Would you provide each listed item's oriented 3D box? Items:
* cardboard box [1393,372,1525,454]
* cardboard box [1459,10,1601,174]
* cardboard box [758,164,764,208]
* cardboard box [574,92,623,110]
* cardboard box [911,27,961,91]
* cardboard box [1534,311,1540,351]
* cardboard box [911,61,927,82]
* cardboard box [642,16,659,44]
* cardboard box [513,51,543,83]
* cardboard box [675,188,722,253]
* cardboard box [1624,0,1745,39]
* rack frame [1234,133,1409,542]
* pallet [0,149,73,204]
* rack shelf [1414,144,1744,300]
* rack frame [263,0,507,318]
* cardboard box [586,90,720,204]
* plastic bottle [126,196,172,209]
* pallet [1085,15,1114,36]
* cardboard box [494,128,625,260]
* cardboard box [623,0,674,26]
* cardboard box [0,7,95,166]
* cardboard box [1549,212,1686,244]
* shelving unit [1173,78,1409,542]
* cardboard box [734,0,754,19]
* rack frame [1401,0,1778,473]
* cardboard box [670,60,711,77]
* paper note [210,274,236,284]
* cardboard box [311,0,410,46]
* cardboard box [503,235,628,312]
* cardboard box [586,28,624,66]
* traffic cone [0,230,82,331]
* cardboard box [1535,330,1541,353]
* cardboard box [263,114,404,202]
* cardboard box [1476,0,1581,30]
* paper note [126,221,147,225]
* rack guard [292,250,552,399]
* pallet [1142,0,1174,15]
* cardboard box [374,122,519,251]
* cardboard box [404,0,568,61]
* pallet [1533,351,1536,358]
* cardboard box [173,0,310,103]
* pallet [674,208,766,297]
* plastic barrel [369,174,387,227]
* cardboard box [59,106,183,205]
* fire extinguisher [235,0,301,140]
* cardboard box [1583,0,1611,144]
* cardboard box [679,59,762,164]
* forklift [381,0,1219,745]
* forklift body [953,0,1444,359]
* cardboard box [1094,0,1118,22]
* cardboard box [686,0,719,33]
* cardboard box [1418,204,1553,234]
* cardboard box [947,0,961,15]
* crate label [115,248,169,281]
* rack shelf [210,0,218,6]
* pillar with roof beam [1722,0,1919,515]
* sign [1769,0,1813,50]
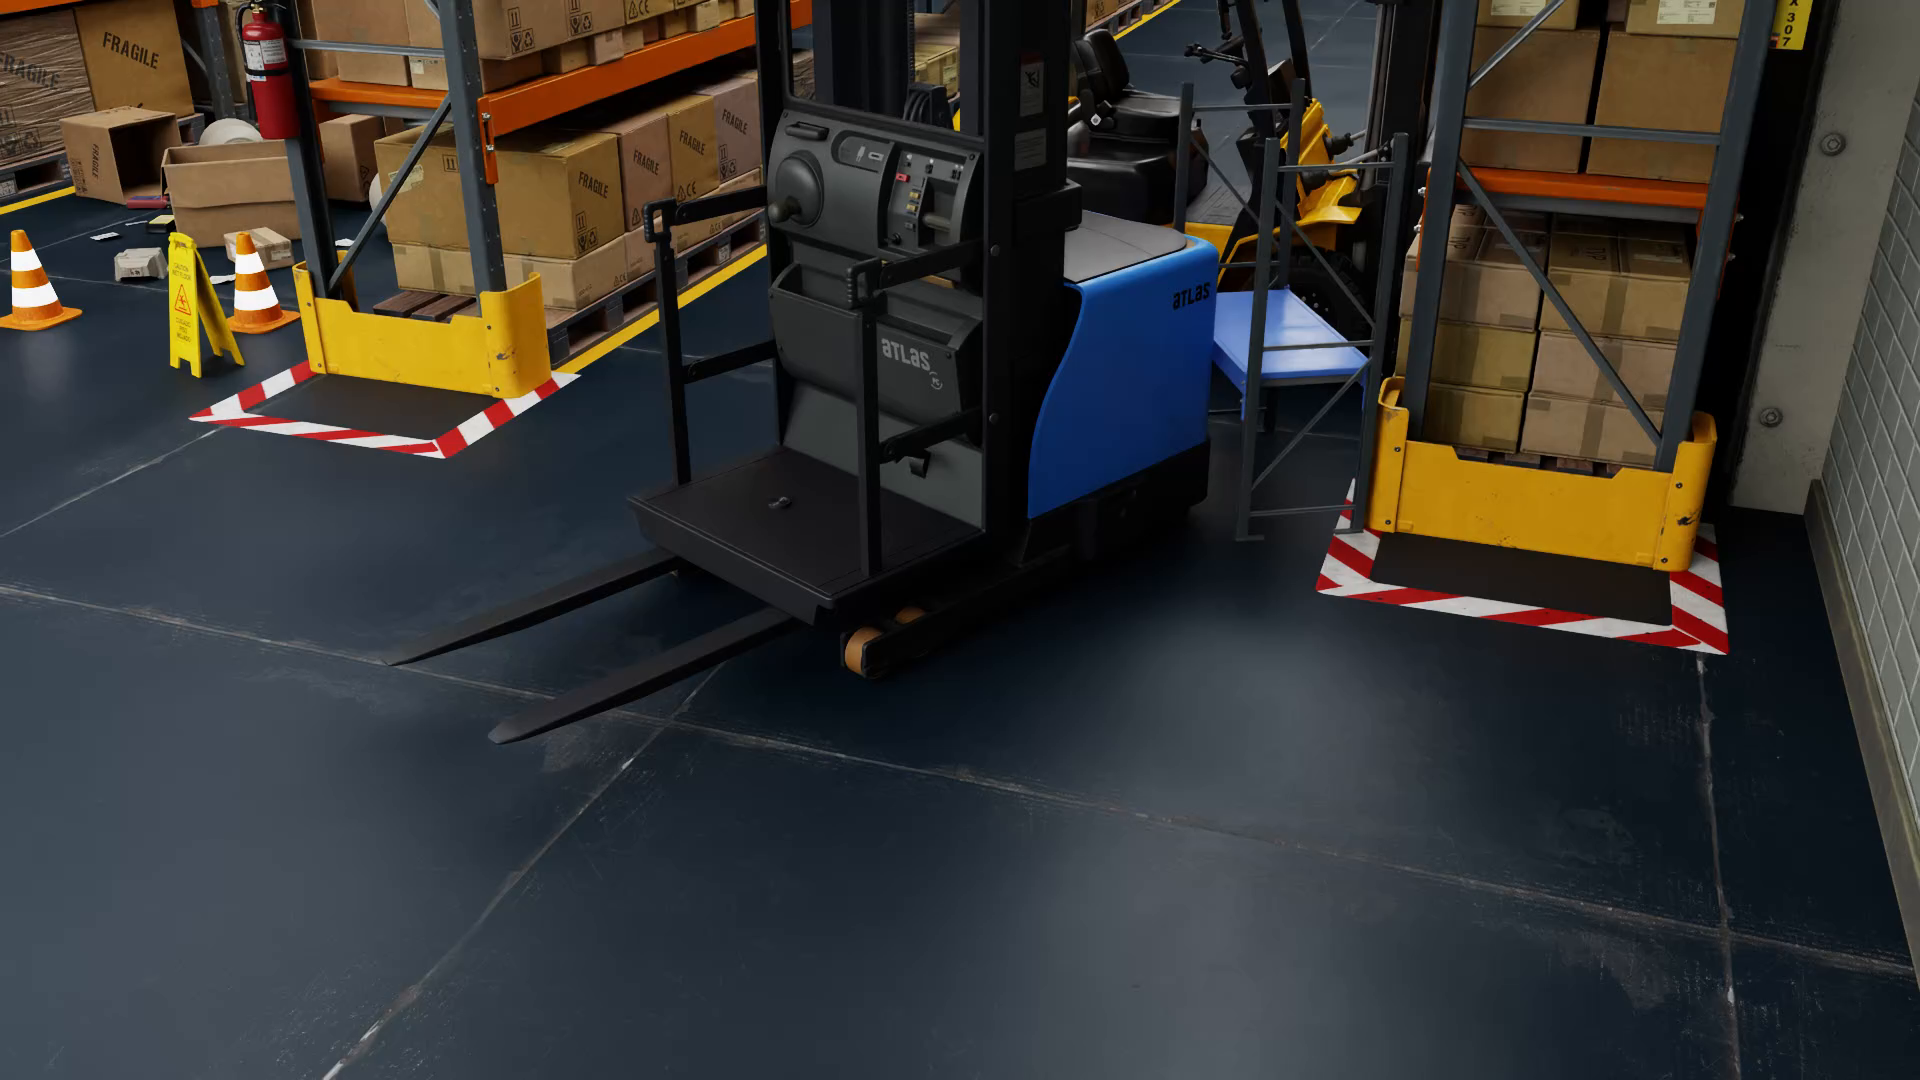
[{"bbox_3d":[2.005,-0.582,6.683,0.500,0.250,0.500,9,27,18],"label":"cardboard box"},{"bbox_3d":[2.062,-1.677,6.157,0.500,0.500,0.500,8,27,16],"label":"cardboard box"},{"bbox_3d":[-1.316,-2.203,10.031,0.500,0.250,0.500,8,27,16],"label":"cardboard box"},{"bbox_3d":[-2.170,-2.187,9.138,0.500,0.500,0.500,8,27,16],"label":"cardboard box"},{"bbox_3d":[-0.309,-3.869,13.331,0.950,0.372,0.625,8,27,16],"label":"cardboard box"},{"bbox_3d":[2.191,-1.018,7.010,0.500,0.250,0.500,8,27,17],"label":"cardboard box"},{"bbox_3d":[-0.796,-3.272,12.099,0.950,0.372,0.625,11,28,21],"label":"cardboard box"},{"bbox_3d":[-1.779,-2.636,8.540,0.380,0.149,0.250,10,27,19],"label":"cardboard box"},{"bbox_3d":[-2.157,-2.212,7.665,0.380,0.149,0.250,9,27,18],"label":"cardboard box"},{"bbox_3d":[-1.660,-1.787,9.173,0.500,0.250,0.500,11,28,21],"label":"cardboard box"},{"bbox_3d":[2.504,-1.830,5.729,0.380,0.149,0.250,8,27,16],"label":"cardboard box"},{"bbox_3d":[1.280,-0.692,5.958,0.500,1.500,0.032,-4,26,-8],"label":"rack frame"},{"bbox_3d":[-6.637,-2.371,10.904,1.003,0.211,1.213,9,27,17],"label":"pallet"},{"bbox_3d":[2.812,-1.890,7.536,1.077,0.370,4.000,9,27,17],"label":"rack shelf"},{"bbox_3d":[-2.536,-2.110,7.165,1.000,3.000,0.127,9,27,17],"label":"rack frame"},{"bbox_3d":[-1.655,-2.120,9.000,0.500,0.500,0.500,9,27,18],"label":"cardboard box"},{"bbox_3d":[-5.163,-2.161,10.643,0.283,0.061,0.133,0,26,-1],"label":"plastic bottle"},{"bbox_3d":[0.868,-4.955,16.242,1.003,0.211,1.213,9,27,17],"label":"pallet"},{"bbox_3d":[-1.999,-1.700,8.132,0.500,0.500,0.500,8,27,16],"label":"cardboard box"},{"bbox_3d":[-1.779,-2.866,8.271,0.500,0.500,0.500,8,27,16],"label":"cardboard box"},{"bbox_3d":[-6.478,-3.043,11.050,0.875,0.875,0.875,9,27,18],"label":"cardboard box"},{"bbox_3d":[2.648,-1.169,6.748,0.500,0.250,0.500,9,27,18],"label":"cardboard box"},{"bbox_3d":[1.197,-0.911,6.409,0.538,1.500,1.048,-4,26,-8],"label":"shelving unit"},{"bbox_3d":[-1.359,-3.046,9.388,0.380,0.149,0.250,8,27,17],"label":"cardboard box"},{"bbox_3d":[2.146,-1.392,5.682,1.000,3.000,0.127,9,27,17],"label":"rack frame"},{"bbox_3d":[-1.823,-2.618,10.027,0.500,0.500,0.500,10,28,20],"label":"cardboard box"},{"bbox_3d":[-4.098,-1.451,9.211,0.148,0.019,0.142,0,26,-1],"label":"paper note"},{"bbox_3d":[-2.615,-2.552,7.622,0.500,0.500,0.500,8,27,17],"label":"cardboard box"},{"bbox_3d":[-2.006,-1.353,8.275,0.500,0.250,0.500,9,27,17],"label":"cardboard box"},{"bbox_3d":[-1.864,-2.407,8.068,0.380,0.149,0.250,9,27,18],"label":"cardboard box"},{"bbox_3d":[-4.769,-1.353,8.514,0.336,0.463,0.334,9,27,17],"label":"traffic cone"},{"bbox_3d":[2.655,-0.939,6.847,0.500,0.250,0.500,8,27,17],"label":"cardboard box"},{"bbox_3d":[-4.035,-2.522,10.725,0.797,0.637,0.503,9,27,17],"label":"cardboard box"},{"bbox_3d":[1.997,-1.912,5.897,0.380,0.149,0.250,9,27,18],"label":"cardboard box"},{"bbox_3d":[-5.097,-1.962,10.291,0.123,0.001,0.032,-20,33,-36],"label":"paper note"},{"bbox_3d":[-2.510,-1.016,7.775,1.175,0.500,0.348,9,27,17],"label":"rack guard"},{"bbox_3d":[1.784,-6.087,18.580,1.003,0.211,1.213,9,27,17],"label":"pallet"},{"bbox_3d":[-2.515,-1.766,8.268,0.500,0.500,0.500,9,27,18],"label":"cardboard box"},{"bbox_3d":[-2.117,-2.443,7.398,0.500,0.500,0.500,8,27,17],"label":"cardboard box"},{"bbox_3d":[2.769,-0.957,7.983,1.003,0.211,1.213,9,27,17],"label":"pallet"},{"bbox_3d":[-5.784,-3.875,12.910,1.050,0.750,0.750,9,27,17],"label":"cardboard box"},{"bbox_3d":[-1.799,-1.714,9.549,1.003,0.211,1.213,9,27,17],"label":"pallet"},{"bbox_3d":[-3.276,-2.019,9.933,0.421,0.421,0.512,-14,29,-27],"label":"plastic barrel"},{"bbox_3d":[-5.455,-2.519,10.877,0.500,0.500,0.500,14,29,26],"label":"cardboard box"},{"bbox_3d":[-3.008,-2.095,7.223,0.296,0.674,0.183,9,27,17],"label":"fire extinguisher"},{"bbox_3d":[2.725,-1.817,6.446,0.500,0.500,0.500,10,27,19],"label":"cardboard box"},{"bbox_3d":[-1.316,-2.551,9.890,0.500,0.500,0.500,9,27,18],"label":"cardboard box"},{"bbox_3d":[-0.440,-1.127,5.214,1.130,2.935,3.031,23,34,39],"label":"forklift"},{"bbox_3d":[1.057,-2.053,8.023,2.313,2.155,1.214,9,27,17],"label":"forklift body"},{"bbox_3d":[1.033,-5.635,16.403,0.875,0.875,0.875,10,27,19],"label":"cardboard box"},{"bbox_3d":[-1.524,-2.834,8.950,0.380,0.149,0.250,9,27,18],"label":"cardboard box"},{"bbox_3d":[2.170,-1.238,6.891,0.500,0.250,0.500,9,27,18],"label":"cardboard box"},{"bbox_3d":[0.435,-4.902,14.888,0.875,0.875,0.875,8,27,17],"label":"cardboard box"},{"bbox_3d":[-4.566,-1.538,9.270,0.250,0.136,0.298,-5,26,-9],"label":"crate label"},{"bbox_3d":[-5.241,-4.928,13.812,1.077,0.370,4.000,9,27,17],"label":"rack shelf"},{"bbox_3d":[-0.832,-4.871,5.985,9.100,9.000,0.400,9,27,17],"label":"pillar with roof beam"},{"bbox_3d":[2.668,-1.734,5.305,0.100,0.325,0.005,9,27,17],"label":"sign"}]
